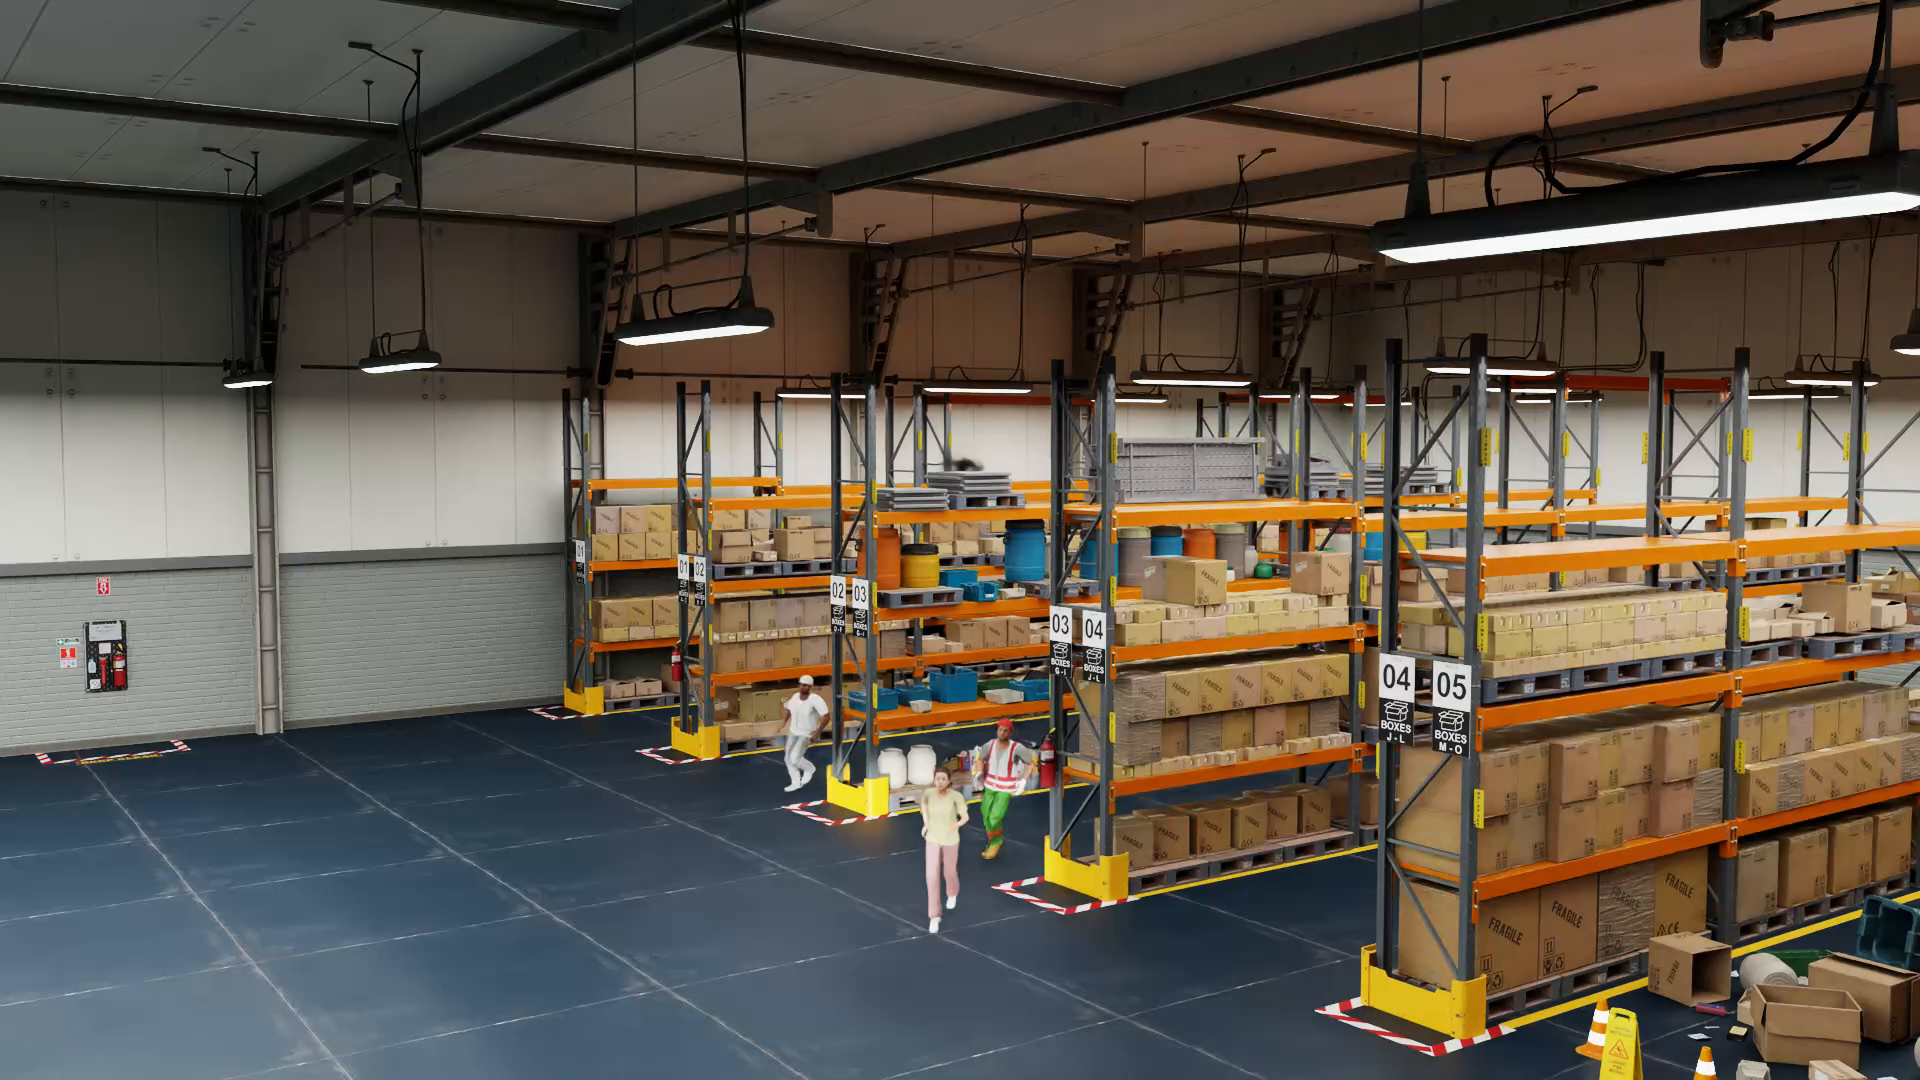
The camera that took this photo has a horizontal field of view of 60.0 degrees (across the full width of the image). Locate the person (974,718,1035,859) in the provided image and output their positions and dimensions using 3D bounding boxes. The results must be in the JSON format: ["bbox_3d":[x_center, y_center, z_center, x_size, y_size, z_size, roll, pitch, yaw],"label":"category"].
[{"bbox_3d":[0.484,2.998,19.992,0.698,1.729,0.607,2,4,30],"label":"person"}]

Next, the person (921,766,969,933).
[{"bbox_3d":[-0.167,3.204,17.562,0.537,1.676,0.914,0,4,7],"label":"person"}]

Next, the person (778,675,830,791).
[{"bbox_3d":[-2.264,2.785,23.935,0.758,1.712,0.537,3,5,39],"label":"person"}]
